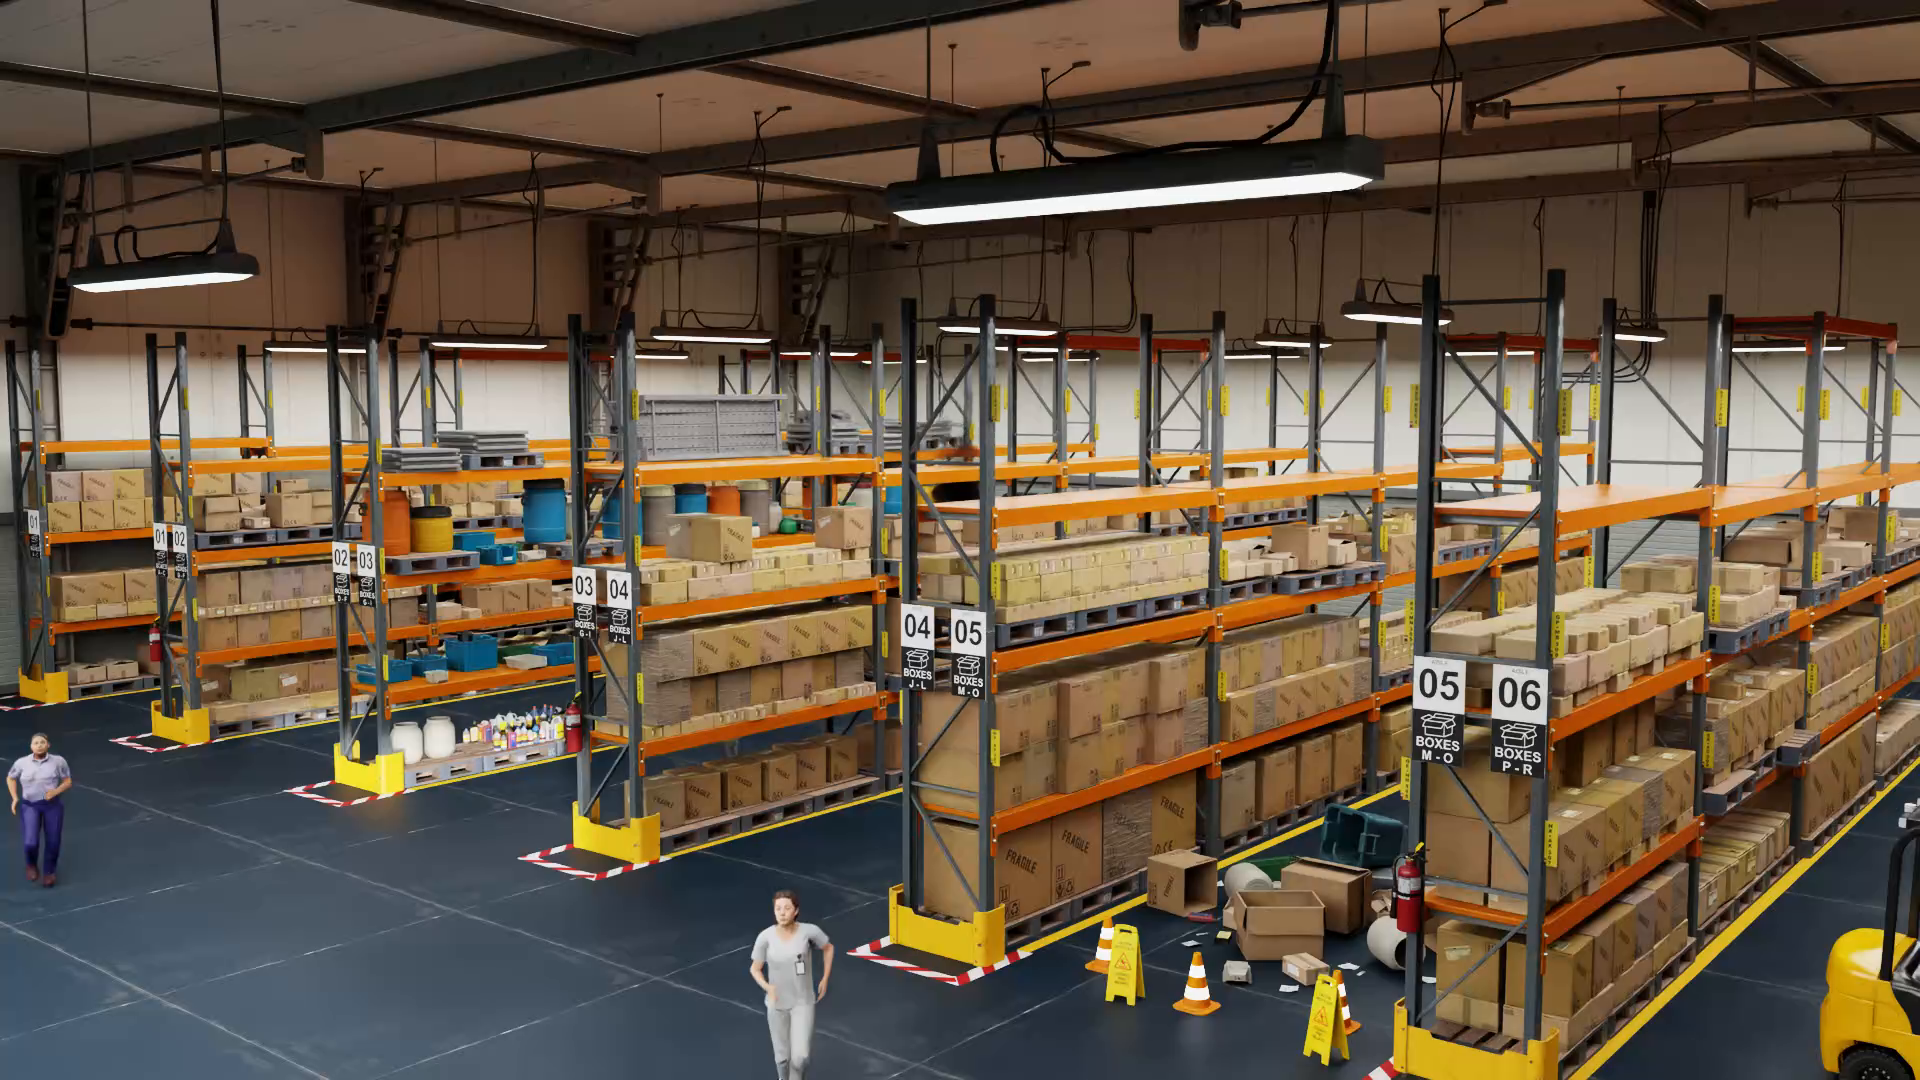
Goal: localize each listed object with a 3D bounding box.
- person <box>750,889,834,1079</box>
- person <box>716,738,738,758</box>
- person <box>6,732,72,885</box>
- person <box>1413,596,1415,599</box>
[{"bbox_3d":[-1.193,3.291,11.745,0.571,1.653,0.652,0,5,2],"label":"person"},{"bbox_3d":[-3.113,2.379,22.540,0.520,1.553,0.576,2,6,25],"label":"person"},{"bbox_3d":[-9.538,2.807,17.260,0.593,1.606,0.567,-3,6,-30],"label":"person"},{"bbox_3d":[7.702,1.792,27.715,0.834,1.789,0.667,-5,7,-44],"label":"person"}]
